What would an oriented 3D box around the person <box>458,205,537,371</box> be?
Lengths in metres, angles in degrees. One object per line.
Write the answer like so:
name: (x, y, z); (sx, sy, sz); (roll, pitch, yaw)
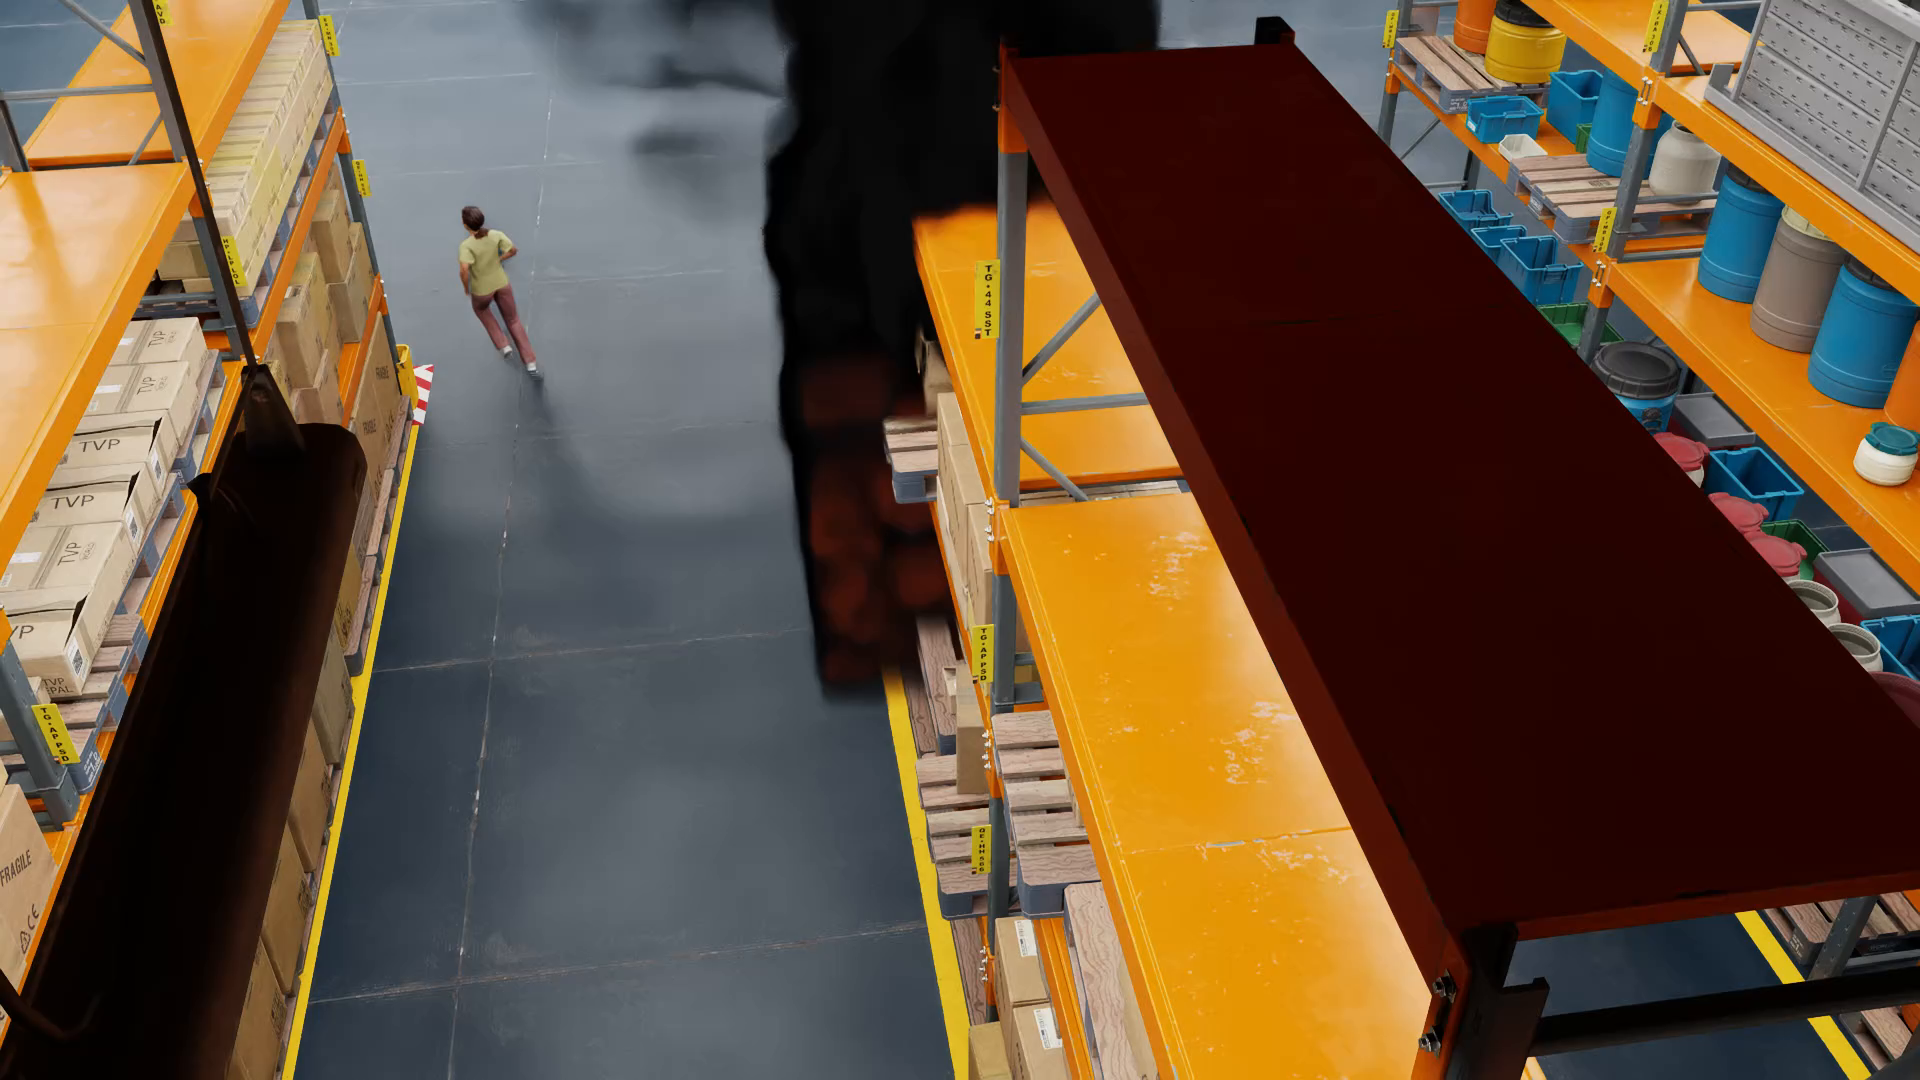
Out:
person: (-4.280, -2.276, 15.162); (0.624, 1.671, 0.672); (-23, 42, -28)
